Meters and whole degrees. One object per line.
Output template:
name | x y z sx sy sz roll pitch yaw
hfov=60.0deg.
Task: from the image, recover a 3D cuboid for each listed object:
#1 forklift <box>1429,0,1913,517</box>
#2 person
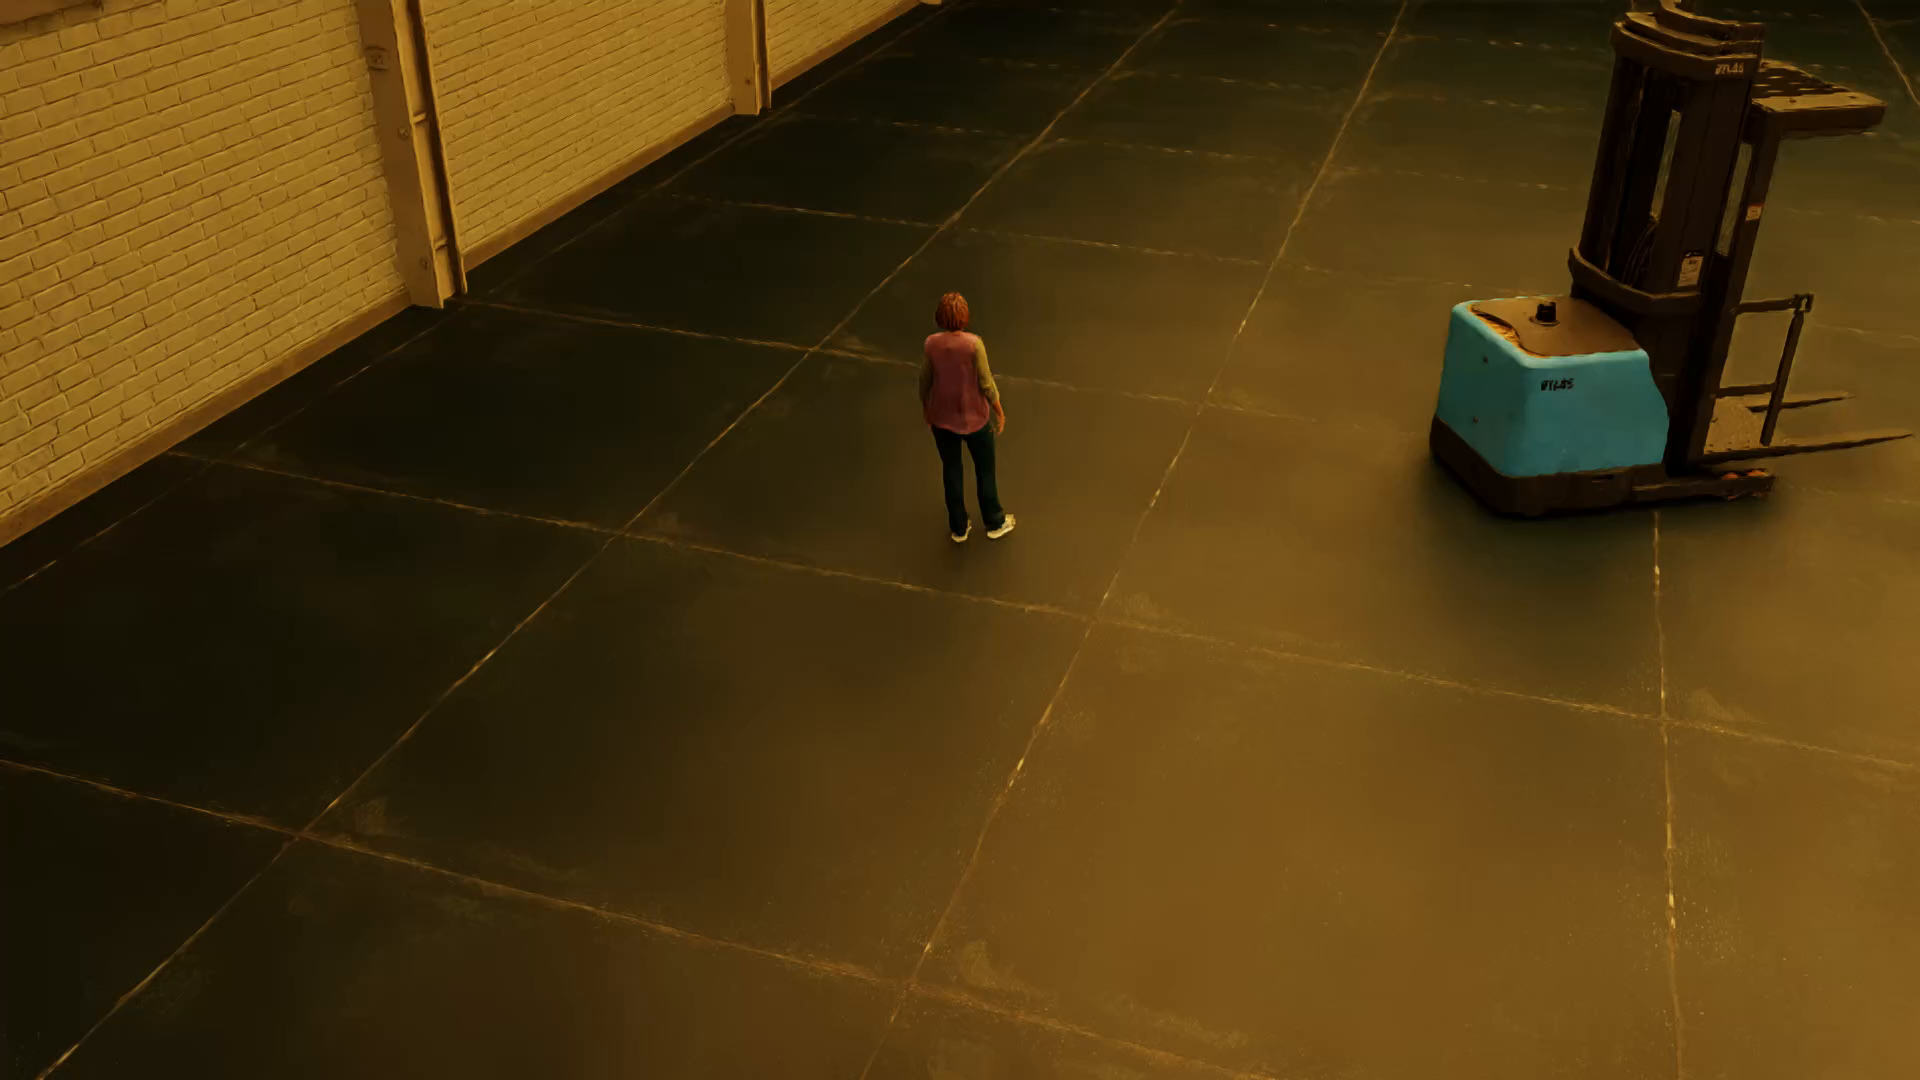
forklift | 4.686 -1.779 10.257 3.031 2.935 1.130 -6 30 -11
person | 0.037 -0.732 9.754 0.520 1.597 0.474 10 31 16
